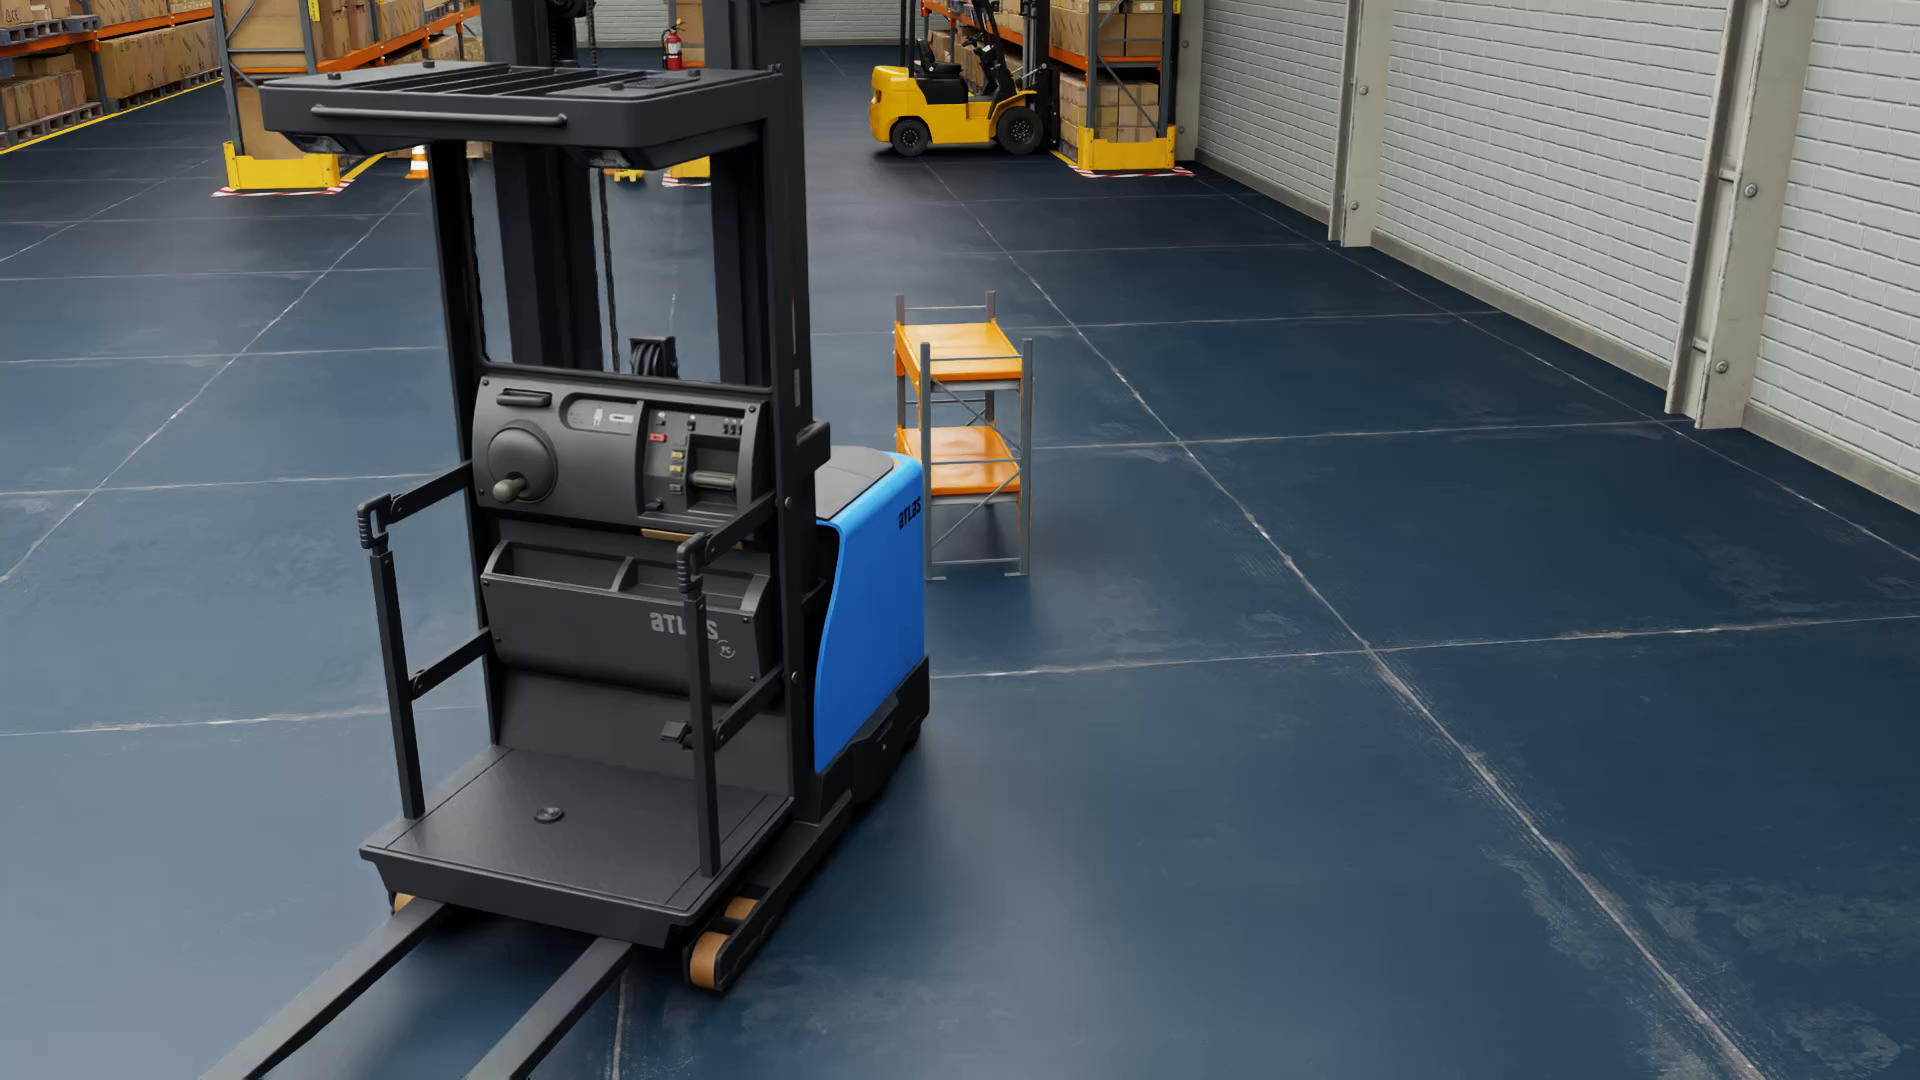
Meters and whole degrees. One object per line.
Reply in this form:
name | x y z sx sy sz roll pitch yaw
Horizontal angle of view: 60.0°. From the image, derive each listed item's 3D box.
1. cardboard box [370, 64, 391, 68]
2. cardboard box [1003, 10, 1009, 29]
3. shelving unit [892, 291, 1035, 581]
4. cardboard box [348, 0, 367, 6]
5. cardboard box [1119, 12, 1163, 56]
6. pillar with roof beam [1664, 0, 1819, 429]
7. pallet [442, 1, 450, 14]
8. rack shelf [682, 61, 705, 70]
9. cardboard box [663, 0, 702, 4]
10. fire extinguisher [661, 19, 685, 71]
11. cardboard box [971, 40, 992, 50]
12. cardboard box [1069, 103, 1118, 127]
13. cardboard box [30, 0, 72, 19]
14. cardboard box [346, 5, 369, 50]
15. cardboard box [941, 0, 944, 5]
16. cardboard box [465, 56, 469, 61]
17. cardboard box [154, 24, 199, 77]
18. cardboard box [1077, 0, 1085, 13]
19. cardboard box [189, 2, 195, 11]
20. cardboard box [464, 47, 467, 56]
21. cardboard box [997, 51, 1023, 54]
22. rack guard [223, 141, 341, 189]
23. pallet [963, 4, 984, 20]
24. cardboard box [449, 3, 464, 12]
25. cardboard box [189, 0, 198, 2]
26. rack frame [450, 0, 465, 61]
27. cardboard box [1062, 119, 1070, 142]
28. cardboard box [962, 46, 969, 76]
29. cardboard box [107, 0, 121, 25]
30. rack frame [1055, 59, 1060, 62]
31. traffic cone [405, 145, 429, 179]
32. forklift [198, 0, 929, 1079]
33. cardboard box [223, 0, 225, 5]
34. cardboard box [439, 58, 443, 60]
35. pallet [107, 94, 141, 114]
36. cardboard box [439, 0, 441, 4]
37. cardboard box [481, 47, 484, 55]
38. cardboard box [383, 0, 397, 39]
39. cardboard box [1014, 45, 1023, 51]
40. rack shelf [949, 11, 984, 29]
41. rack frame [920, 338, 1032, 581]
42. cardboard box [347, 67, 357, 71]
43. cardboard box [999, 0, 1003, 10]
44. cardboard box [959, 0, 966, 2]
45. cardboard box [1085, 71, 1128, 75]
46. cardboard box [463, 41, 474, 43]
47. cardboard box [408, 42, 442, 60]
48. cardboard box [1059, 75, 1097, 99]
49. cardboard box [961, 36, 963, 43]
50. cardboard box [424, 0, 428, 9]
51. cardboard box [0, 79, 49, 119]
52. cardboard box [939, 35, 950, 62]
cardboard box | -8.503 -6.218 23.192 1.050 0.750 0.750 -3 21 -8
cardboard box | 0.938 -8.018 25.610 0.500 0.250 0.500 -2 21 -6
shelving unit | -0.001 -0.529 8.026 0.538 1.125 1.048 -3 21 -8
cardboard box | -8.111 -7.127 21.253 0.875 0.550 0.550 -3 21 -8
cardboard box | 2.250 -6.248 20.516 0.500 0.500 0.500 -2 21 -6
pillar with roof beam | 0.308 -4.741 8.049 9.100 9.000 0.400 -3 21 -8
pallet | -9.512 -9.273 29.030 1.003 0.211 1.213 -3 21 -8
rack shelf | -3.153 -6.120 21.343 1.077 0.370 4.000 -3 21 -8
cardboard box | -3.154 -6.585 19.562 0.700 0.500 0.500 -3 21 -9
fire extinguisher | -3.304 -5.665 19.208 0.296 0.674 0.183 -3 21 -8
cardboard box | 0.409 -8.734 29.360 0.380 0.149 0.250 -4 21 -10
cardboard box | 1.667 -5.312 20.766 0.500 0.250 0.500 -3 21 -8
cardboard box | -13.527 -7.905 24.350 0.700 0.500 0.500 0 20 0
cardboard box | -8.158 -6.619 21.435 0.875 0.550 0.550 -3 21 -8
cardboard box | -0.175 -10.508 32.422 0.380 0.149 0.250 -3 21 -9
cardboard box | -9.214 -8.777 30.477 0.380 0.149 0.250 -2 21 -5
cardboard box | -14.417 -8.853 30.070 0.875 0.875 0.875 -3 21 -8
cardboard box | 1.653 -6.560 20.422 0.380 0.149 0.250 -3 21 -7
cardboard box | -14.267 -9.783 30.480 0.380 0.149 0.250 -3 21 -9
cardboard box | -9.304 -9.003 30.657 0.380 0.149 0.250 -2 21 -5
cardboard box | 0.970 -7.654 27.215 0.875 0.625 0.625 -2 21 -6
rack guard | -7.745 -4.300 19.016 1.175 0.500 0.348 -3 21 -8
pallet | 0.727 -8.927 28.105 1.213 0.211 1.003 -3 21 -8
cardboard box | -9.195 -9.631 30.075 0.380 0.149 0.250 -2 21 -6
cardboard box | -14.356 -10.016 30.535 0.500 0.250 0.500 -2 21 -6
rack frame | -9.478 -9.635 29.725 1.000 3.000 0.127 -3 21 -8
cardboard box | 1.604 -5.244 21.299 0.500 0.250 0.500 -3 21 -8
cardboard box | 0.318 -8.661 30.090 0.500 0.500 0.500 -4 21 -9
cardboard box | -13.701 -8.442 26.388 0.500 0.500 0.500 -3 21 -9
rack frame | 1.470 -7.401 23.745 1.000 3.000 0.127 -3 21 -8
traffic cone | -6.419 -4.547 19.729 0.336 0.463 0.334 -3 21 -8
forklift | -1.081 -0.243 4.678 1.130 2.935 3.031 7 22 18
cardboard box | -14.561 -10.490 32.374 0.380 0.149 0.250 -3 21 -7
cardboard box | -8.827 -7.707 27.536 0.500 0.500 0.500 -3 21 -7
pallet | -13.863 -7.005 26.670 1.003 0.211 1.213 -3 21 -8
cardboard box | -9.071 -9.227 28.392 0.380 0.149 0.250 -4 21 -10
cardboard box | -9.619 -9.672 32.874 0.380 0.149 0.250 -4 21 -10
cardboard box | -8.208 -7.282 23.283 0.500 0.500 0.500 -3 21 -7
cardboard box | 1.127 -8.312 28.229 0.380 0.149 0.250 -2 21 -5
rack shelf | 0.605 -9.141 29.432 1.077 0.370 4.000 -3 21 -8
rack frame | 0.072 -0.353 7.554 0.500 1.125 0.032 -3 21 -8
cardboard box | -8.170 -5.533 21.179 0.875 0.875 0.875 -3 21 -7
cardboard box | 0.845 -8.428 25.995 0.500 0.250 0.500 -3 21 -9
cardboard box | 0.353 -9.785 29.383 0.700 0.500 0.500 -3 21 -8
cardboard box | 1.961 -6.093 22.144 0.500 0.250 0.500 -3 21 -9
cardboard box | -9.588 -9.536 32.084 0.380 0.149 0.250 -4 21 -10
cardboard box | -8.834 -8.053 27.391 0.500 0.250 0.500 -3 21 -8
cardboard box | 1.510 -5.887 21.593 0.500 0.250 0.500 -3 21 -7
cardboard box | 0.222 -9.271 30.796 0.380 0.149 0.250 -3 21 -9
cardboard box | -8.844 -8.680 26.928 0.380 0.149 0.250 -2 21 -5
cardboard box | -13.446 -6.258 23.628 0.700 0.500 0.500 -5 21 -12
cardboard box | -0.031 -9.708 32.893 0.700 0.500 0.500 -4 21 -10
